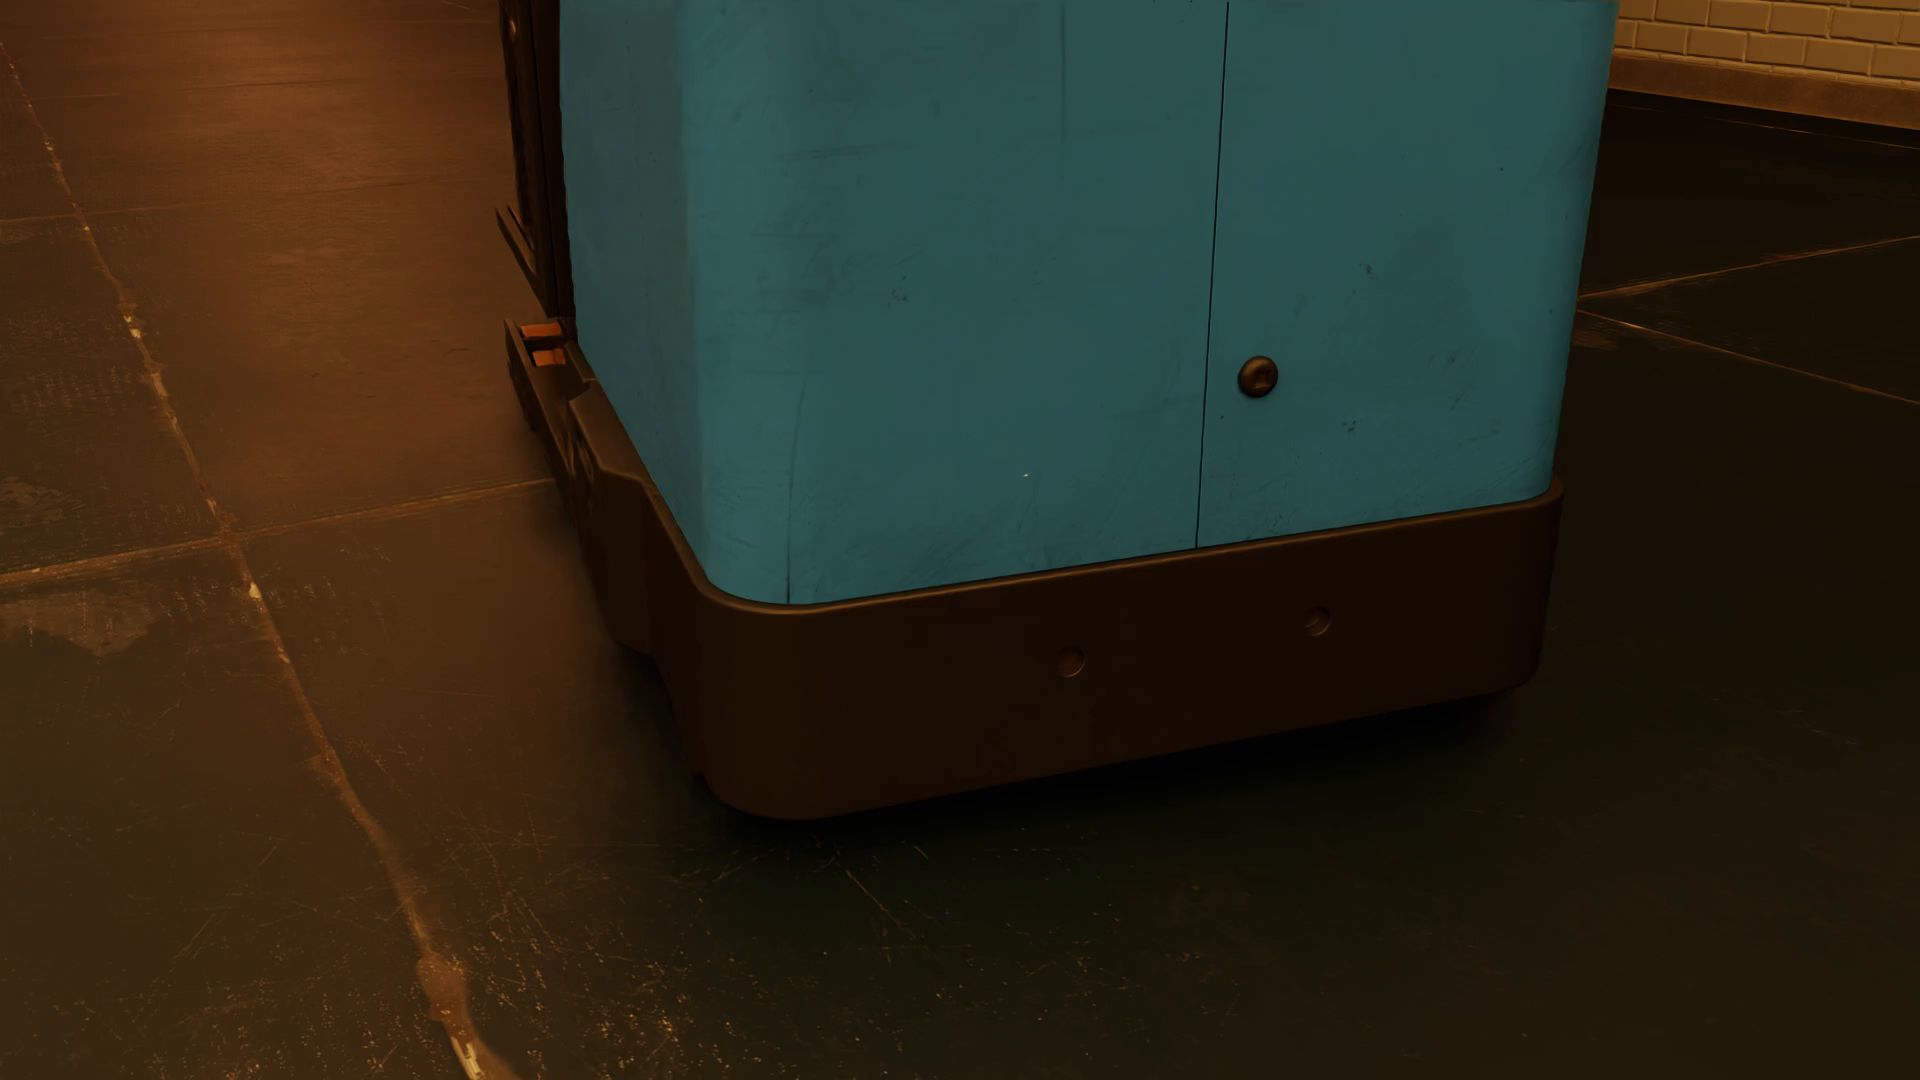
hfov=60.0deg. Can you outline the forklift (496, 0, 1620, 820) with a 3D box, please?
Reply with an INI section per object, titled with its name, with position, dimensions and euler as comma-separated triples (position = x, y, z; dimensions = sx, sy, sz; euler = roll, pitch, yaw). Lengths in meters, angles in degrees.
[forklift]
position = -0.256, -1.593, 2.657
dimensions = 1.130, 2.935, 3.031
euler = -8, 24, -18
